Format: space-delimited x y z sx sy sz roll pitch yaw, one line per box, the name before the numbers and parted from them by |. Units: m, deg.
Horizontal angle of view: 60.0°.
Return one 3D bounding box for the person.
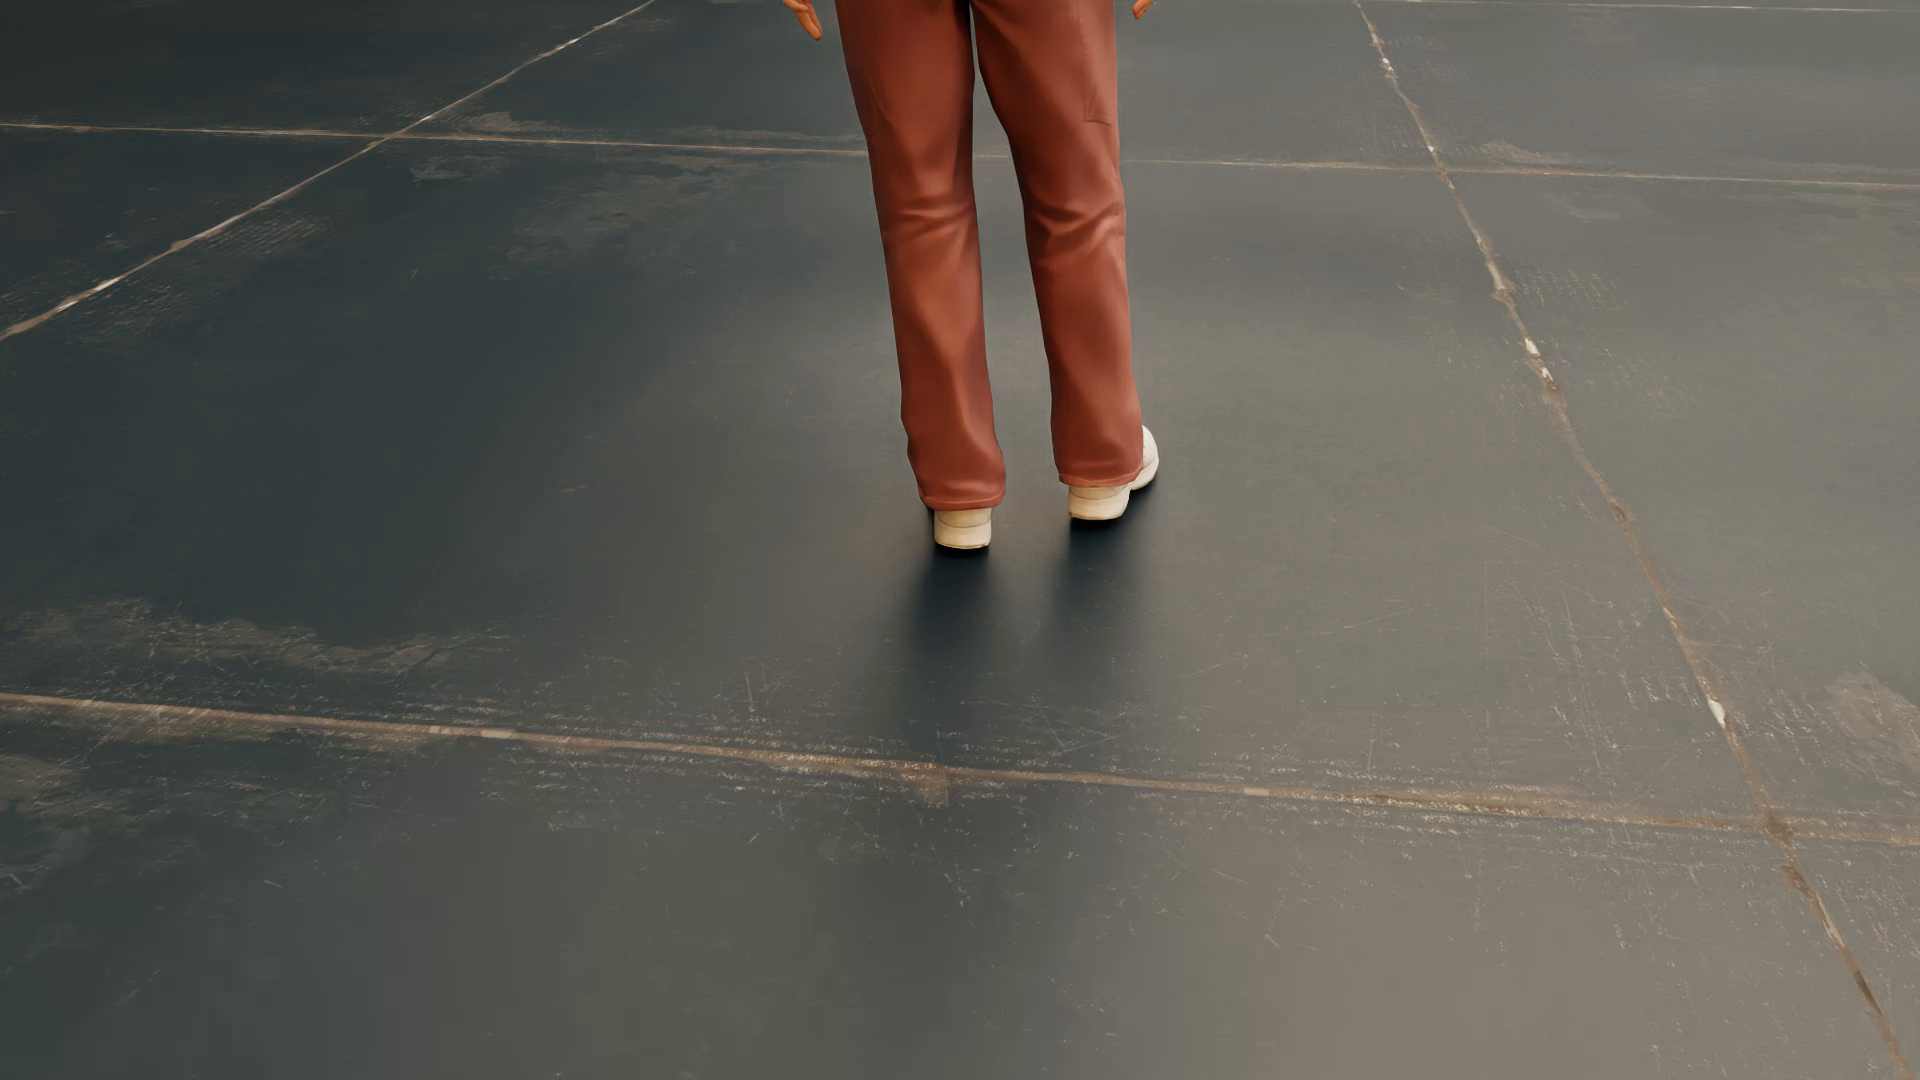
person | 0.022 -0.788 2.186 0.553 1.675 0.549 3 27 7
